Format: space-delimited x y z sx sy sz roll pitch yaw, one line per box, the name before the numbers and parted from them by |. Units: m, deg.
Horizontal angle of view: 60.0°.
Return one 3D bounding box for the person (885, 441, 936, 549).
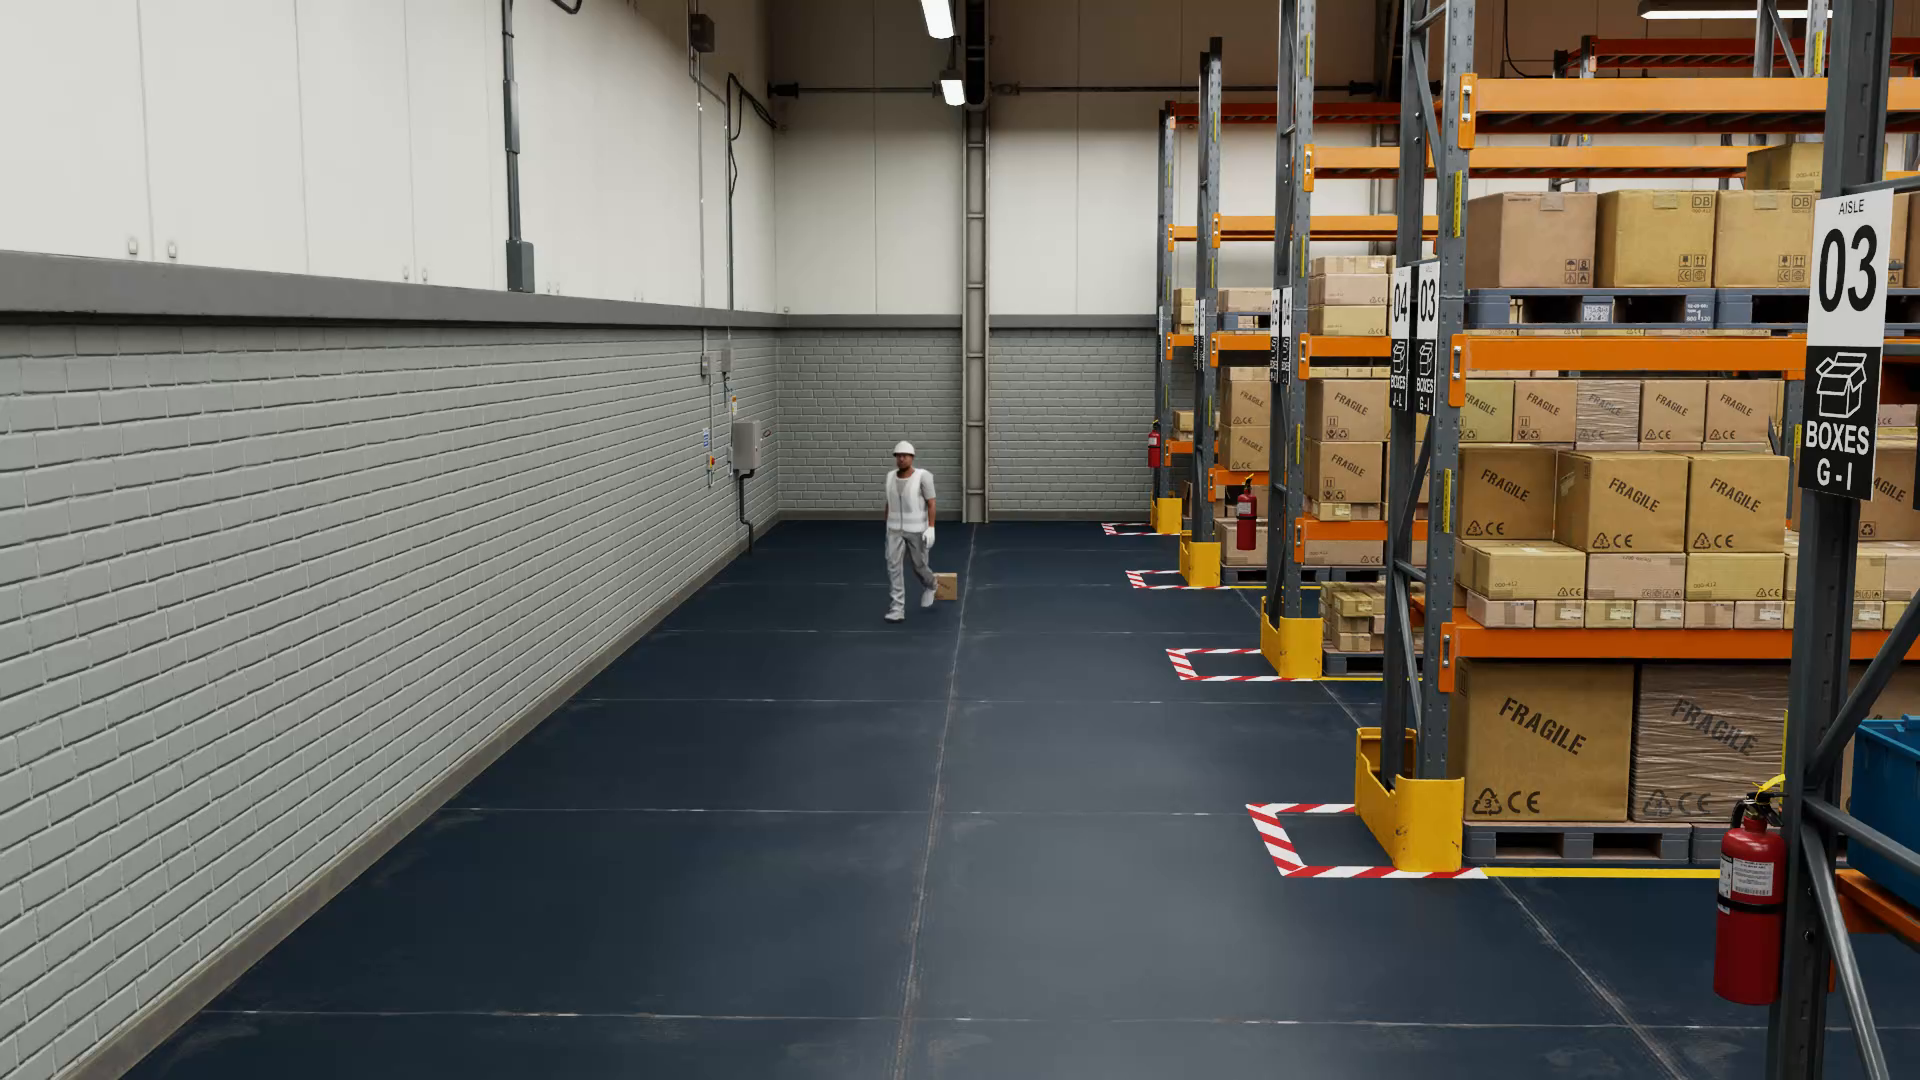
person | -0.503 -0.430 16.398 0.574 1.087 0.366 3 8 20
